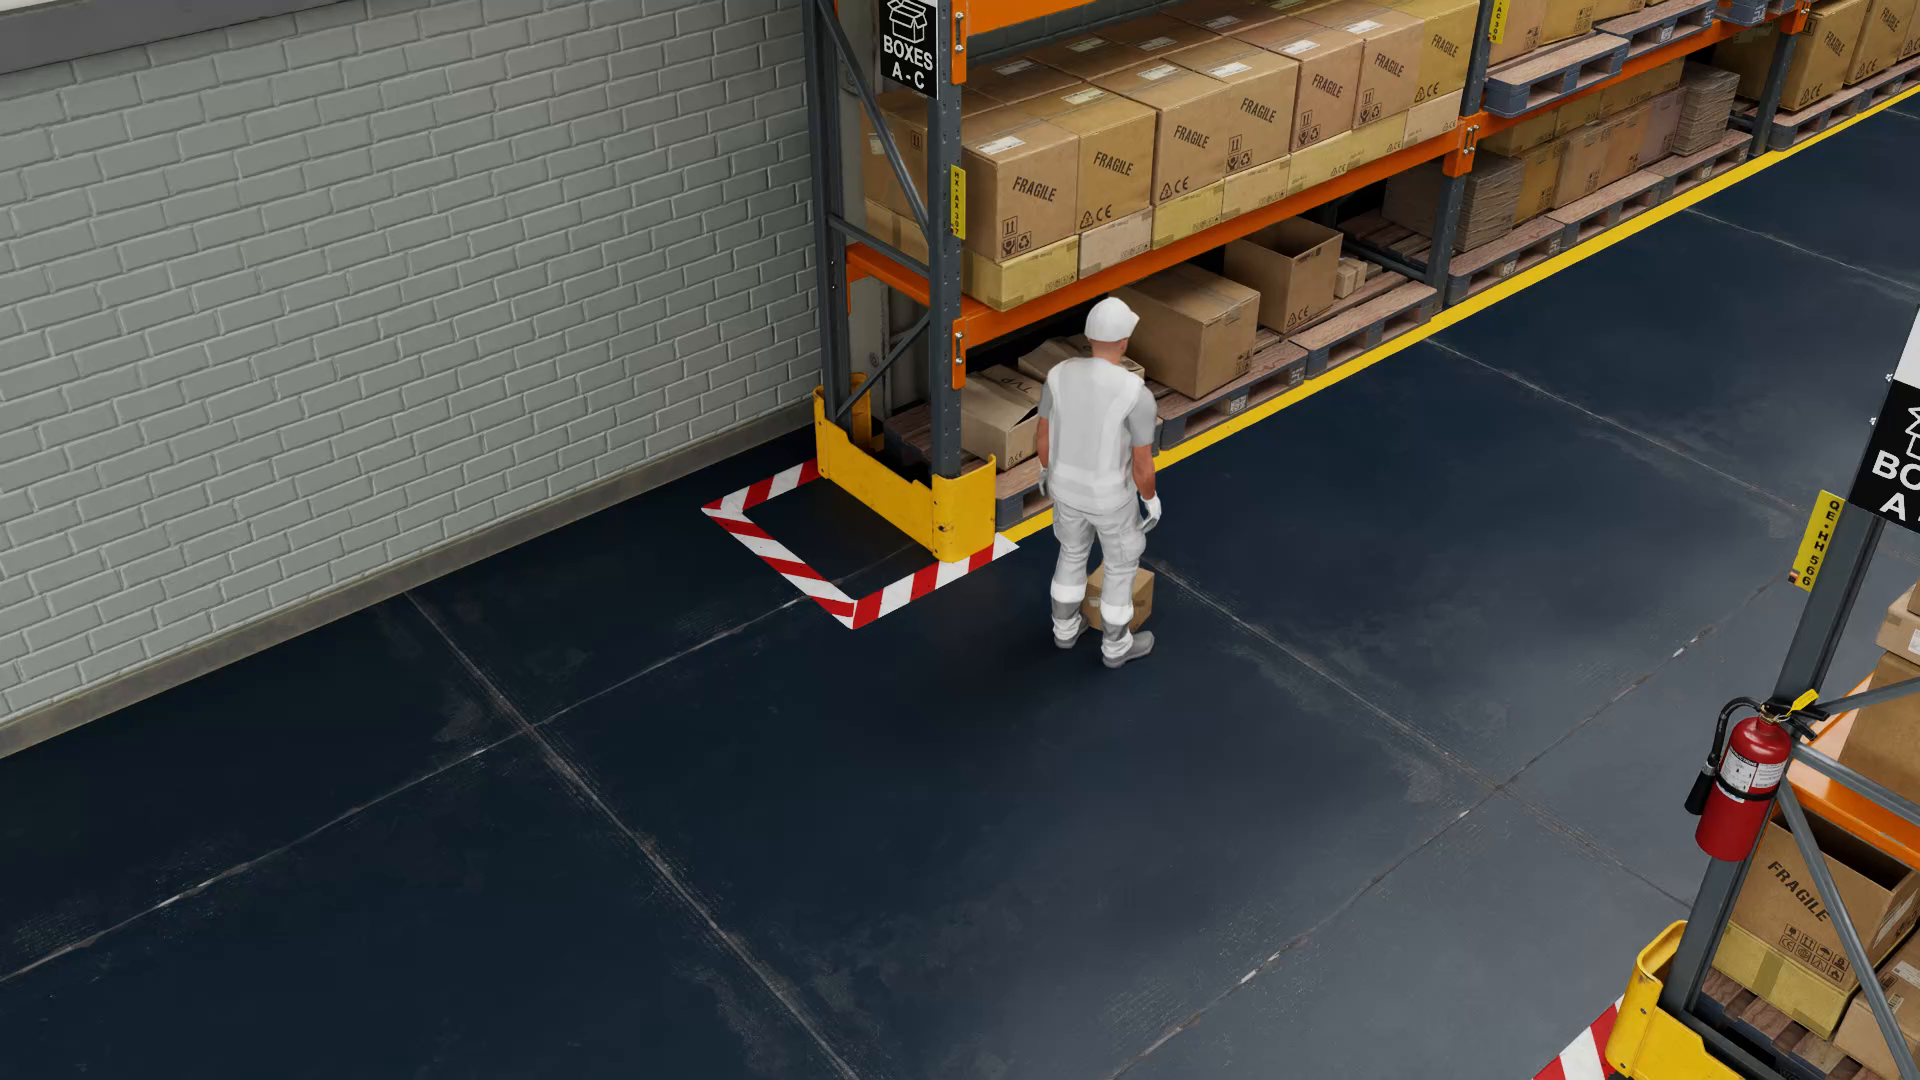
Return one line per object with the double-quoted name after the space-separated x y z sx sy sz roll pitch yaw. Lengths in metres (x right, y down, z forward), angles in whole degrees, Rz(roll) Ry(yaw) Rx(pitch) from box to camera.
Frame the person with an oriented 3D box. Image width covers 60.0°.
0.619 -0.237 7.399 0.608 1.777 0.453 21 41 27 "person"
